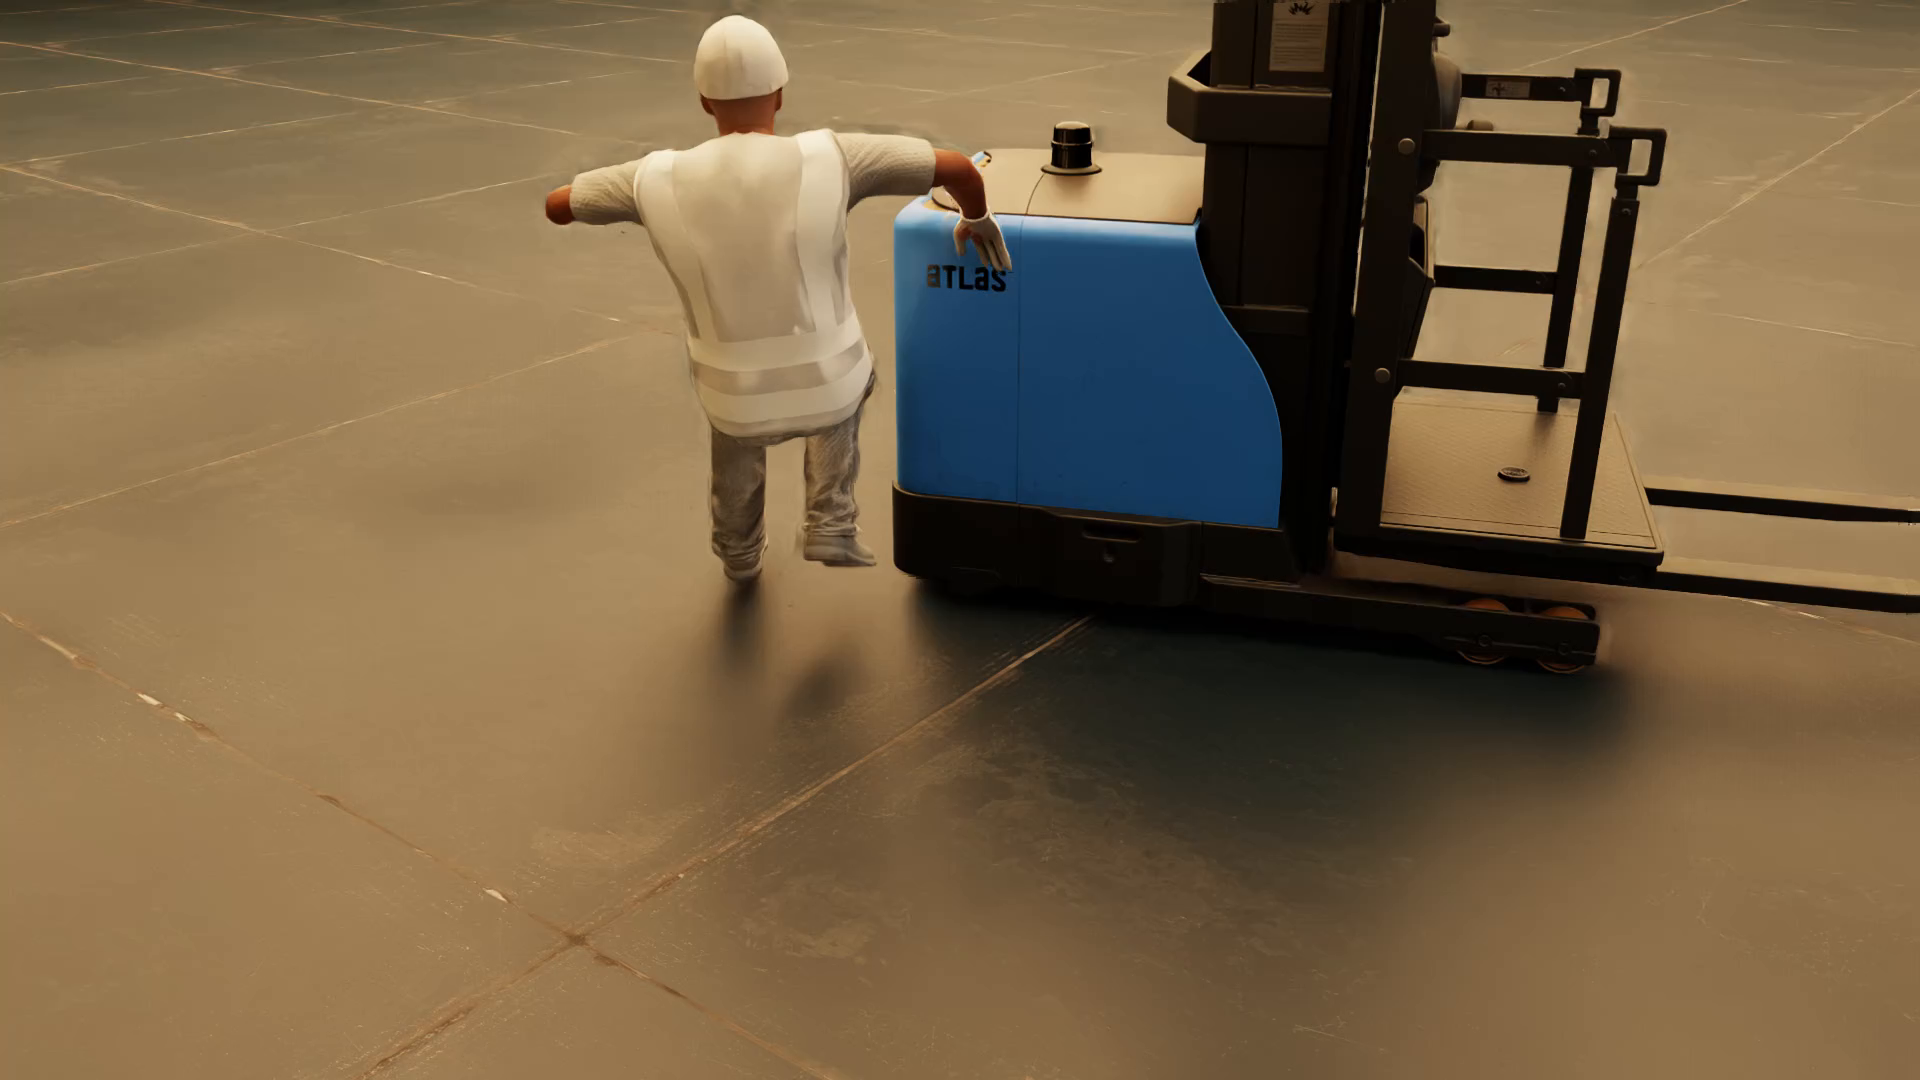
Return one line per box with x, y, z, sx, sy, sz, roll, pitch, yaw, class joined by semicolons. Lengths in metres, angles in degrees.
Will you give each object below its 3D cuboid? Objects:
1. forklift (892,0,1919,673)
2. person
1.387;-1.240;4.189;3.031;2.935;1.130;6;24;13;forklift
-0.450;-0.551;4.244;1.156;1.559;0.870;-2;24;-5;person
